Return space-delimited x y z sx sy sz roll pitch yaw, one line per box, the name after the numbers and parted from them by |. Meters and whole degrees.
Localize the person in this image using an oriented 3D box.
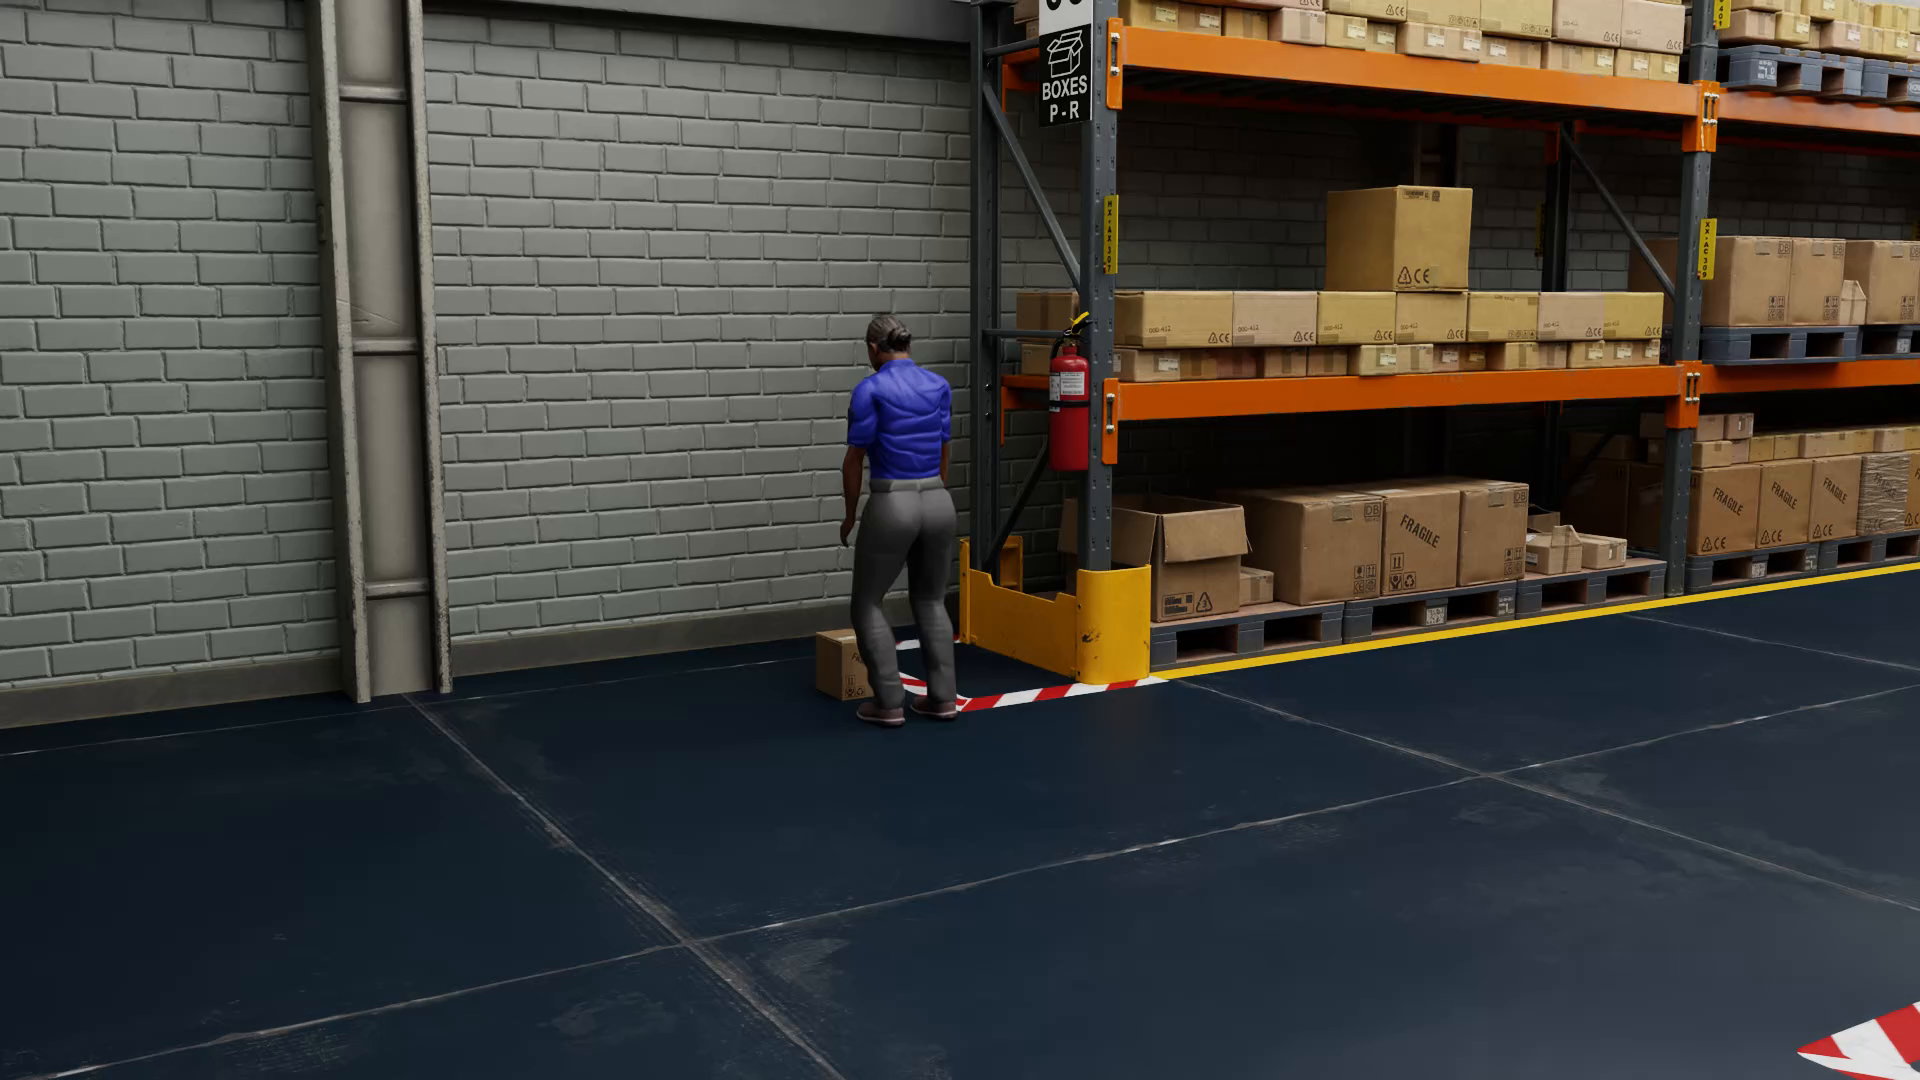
-0.244 -0.072 6.560 0.457 1.610 0.375 -4 9 -28 | person
